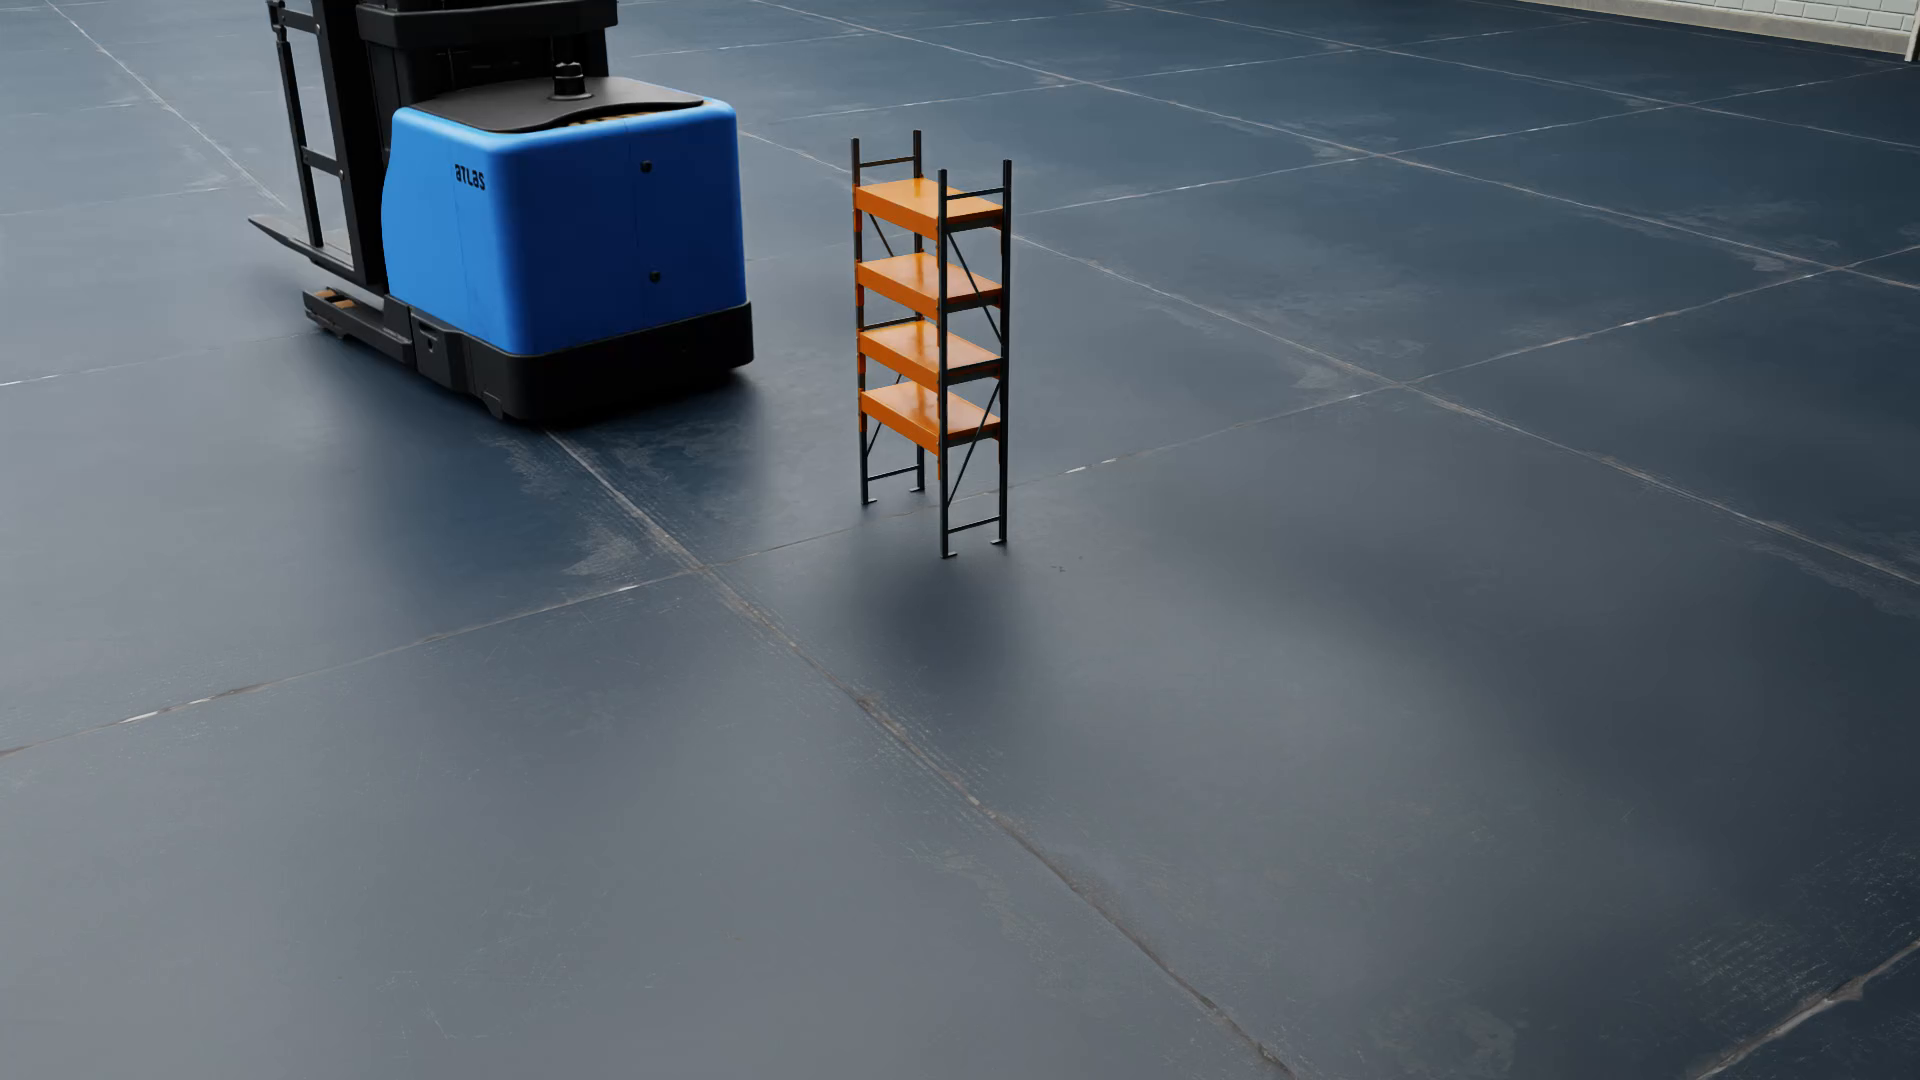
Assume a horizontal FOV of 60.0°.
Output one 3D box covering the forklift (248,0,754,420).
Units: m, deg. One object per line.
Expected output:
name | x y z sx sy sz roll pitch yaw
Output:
forklift | -2.180 -2.304 6.698 1.130 2.935 3.031 -21 33 -37

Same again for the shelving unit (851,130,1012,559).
shelving unit | -0.090 -0.602 5.119 0.258 1.200 0.503 -16 29 -30

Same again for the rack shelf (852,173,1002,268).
rack shelf | -0.090 -0.957 4.952 0.258 0.148 0.480 -16 29 -30

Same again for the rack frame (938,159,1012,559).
rack frame | 0.043 -0.515 4.934 0.240 1.200 0.015 -16 29 -30

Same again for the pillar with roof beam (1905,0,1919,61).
pillar with roof beam | 4.293 -6.924 9.377 9.100 9.000 0.400 -16 29 -30

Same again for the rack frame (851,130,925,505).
rack frame | -0.224 -0.689 5.304 0.240 1.200 0.015 -16 29 -30

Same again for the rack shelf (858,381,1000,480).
rack shelf | -0.090 -0.361 5.233 0.258 0.148 0.480 -16 29 -30

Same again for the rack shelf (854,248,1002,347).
rack shelf | -0.090 -0.743 5.053 0.258 0.148 0.480 -16 29 -30

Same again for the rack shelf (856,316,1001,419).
rack shelf | -0.090 -0.541 5.148 0.258 0.148 0.480 -16 29 -30
